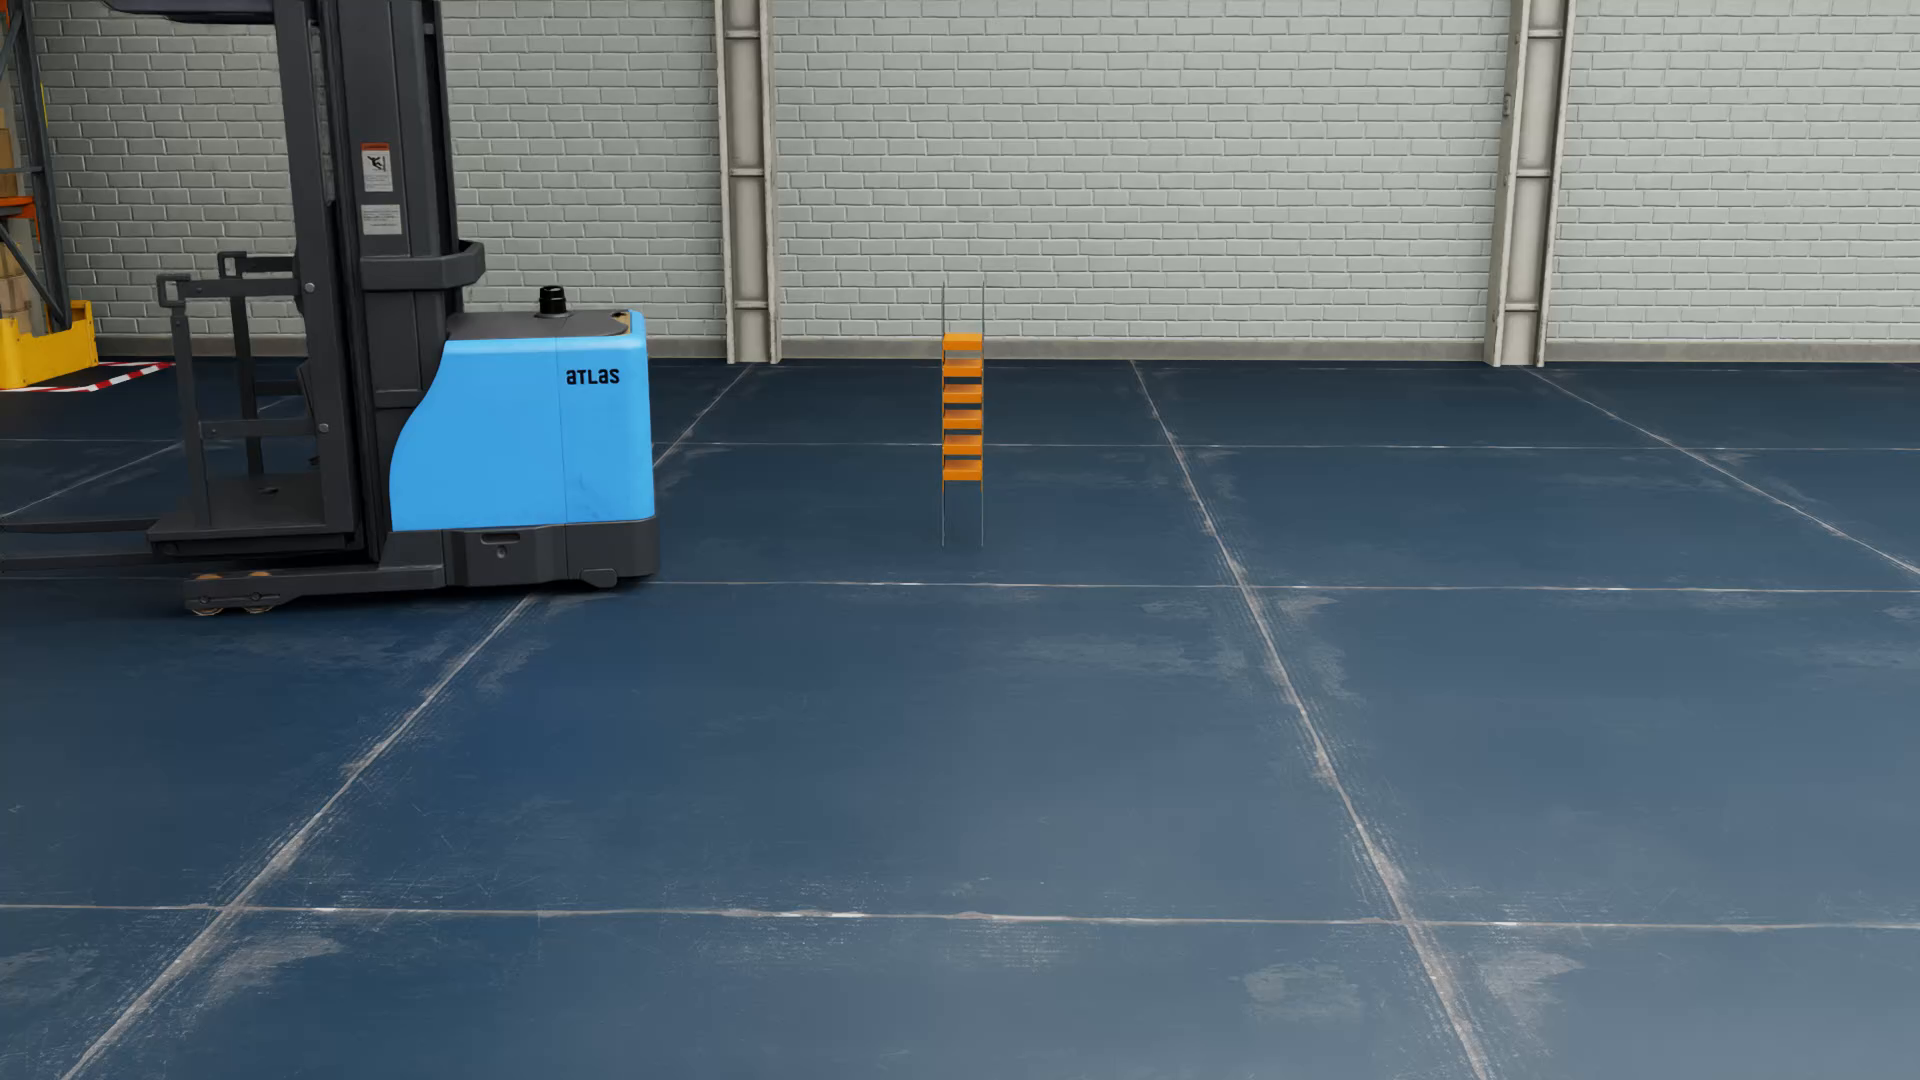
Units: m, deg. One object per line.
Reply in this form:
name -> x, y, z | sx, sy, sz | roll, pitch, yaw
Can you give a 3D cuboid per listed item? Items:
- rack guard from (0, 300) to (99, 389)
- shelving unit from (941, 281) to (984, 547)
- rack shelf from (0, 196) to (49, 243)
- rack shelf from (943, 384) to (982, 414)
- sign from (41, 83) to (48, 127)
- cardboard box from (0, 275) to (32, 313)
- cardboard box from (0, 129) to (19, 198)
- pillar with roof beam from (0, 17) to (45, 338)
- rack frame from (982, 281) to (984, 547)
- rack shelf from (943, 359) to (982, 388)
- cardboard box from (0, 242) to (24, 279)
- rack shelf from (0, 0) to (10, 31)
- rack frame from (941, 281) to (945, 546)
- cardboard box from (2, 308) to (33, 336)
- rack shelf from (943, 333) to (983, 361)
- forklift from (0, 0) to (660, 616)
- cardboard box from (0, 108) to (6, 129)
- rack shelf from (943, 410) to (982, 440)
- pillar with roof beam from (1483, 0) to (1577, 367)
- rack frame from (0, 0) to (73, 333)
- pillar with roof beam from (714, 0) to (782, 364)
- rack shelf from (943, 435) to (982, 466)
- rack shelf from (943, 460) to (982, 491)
rack guard -> -6.938, -1.478, 12.462 | 0.348, 0.500, 1.175 | 0, 15, 1
shelving unit -> 0.014, -0.580, 7.687 | 0.189, 1.200, 0.258 | 0, 15, 1
rack shelf -> -8.961, -2.352, 12.285 | 4.000, 0.370, 1.077 | 0, 15, 1
rack shelf -> 0.014, -0.653, 7.667 | 0.180, 0.103, 0.258 | 0, 15, 1
sign -> -6.942, -3.285, 12.559 | 0.005, 0.325, 0.100 | 0, 15, 1
cardboard box -> -7.427, -1.858, 12.589 | 0.500, 0.250, 0.500 | 1, 15, 2
cardboard box -> -7.450, -2.809, 12.411 | 0.500, 0.500, 0.500 | 1, 15, 3
pillar with roof beam -> -7.745, -4.724, 8.105 | 0.400, 9.000, 9.100 | 0, 15, 1
rack frame -> 0.106, -0.579, 7.684 | 0.006, 1.200, 0.240 | 0, 15, 1
rack shelf -> 0.014, -0.769, 7.637 | 0.180, 0.103, 0.258 | 0, 15, 1
cardboard box -> -7.438, -2.095, 12.508 | 0.500, 0.250, 0.500 | 0, 15, 1
rack shelf -> -8.961, -3.802, 11.902 | 4.000, 0.370, 1.077 | 0, 15, 1
rack frame -> -0.077, -0.581, 7.689 | 0.006, 1.200, 0.240 | 0, 15, 1
cardboard box -> -7.448, -1.613, 12.642 | 0.500, 0.250, 0.500 | 0, 15, 2
rack shelf -> 0.014, -0.885, 7.606 | 0.180, 0.103, 0.258 | 0, 15, 1
forklift -> -2.846, -1.258, 6.863 | 3.031, 2.935, 1.130 | -3, 15, -11
cardboard box -> -7.295, -3.117, 12.307 | 0.250, 0.149, 0.380 | 0, 15, 0
rack shelf -> 0.014, -0.537, 7.698 | 0.180, 0.103, 0.258 | 0, 15, 1
pillar with roof beam -> 4.251, -4.646, 7.809 | 0.400, 9.000, 9.100 | 0, 15, 1
rack frame -> -6.962, -2.687, 12.143 | 0.127, 3.000, 1.000 | 0, 15, 1
pillar with roof beam -> -1.747, -4.685, 7.957 | 0.400, 9.000, 9.100 | 0, 15, 1
rack shelf -> 0.014, -0.421, 7.729 | 0.180, 0.103, 0.258 | 0, 15, 1
rack shelf -> 0.014, -0.305, 7.759 | 0.180, 0.103, 0.258 | 0, 15, 1
